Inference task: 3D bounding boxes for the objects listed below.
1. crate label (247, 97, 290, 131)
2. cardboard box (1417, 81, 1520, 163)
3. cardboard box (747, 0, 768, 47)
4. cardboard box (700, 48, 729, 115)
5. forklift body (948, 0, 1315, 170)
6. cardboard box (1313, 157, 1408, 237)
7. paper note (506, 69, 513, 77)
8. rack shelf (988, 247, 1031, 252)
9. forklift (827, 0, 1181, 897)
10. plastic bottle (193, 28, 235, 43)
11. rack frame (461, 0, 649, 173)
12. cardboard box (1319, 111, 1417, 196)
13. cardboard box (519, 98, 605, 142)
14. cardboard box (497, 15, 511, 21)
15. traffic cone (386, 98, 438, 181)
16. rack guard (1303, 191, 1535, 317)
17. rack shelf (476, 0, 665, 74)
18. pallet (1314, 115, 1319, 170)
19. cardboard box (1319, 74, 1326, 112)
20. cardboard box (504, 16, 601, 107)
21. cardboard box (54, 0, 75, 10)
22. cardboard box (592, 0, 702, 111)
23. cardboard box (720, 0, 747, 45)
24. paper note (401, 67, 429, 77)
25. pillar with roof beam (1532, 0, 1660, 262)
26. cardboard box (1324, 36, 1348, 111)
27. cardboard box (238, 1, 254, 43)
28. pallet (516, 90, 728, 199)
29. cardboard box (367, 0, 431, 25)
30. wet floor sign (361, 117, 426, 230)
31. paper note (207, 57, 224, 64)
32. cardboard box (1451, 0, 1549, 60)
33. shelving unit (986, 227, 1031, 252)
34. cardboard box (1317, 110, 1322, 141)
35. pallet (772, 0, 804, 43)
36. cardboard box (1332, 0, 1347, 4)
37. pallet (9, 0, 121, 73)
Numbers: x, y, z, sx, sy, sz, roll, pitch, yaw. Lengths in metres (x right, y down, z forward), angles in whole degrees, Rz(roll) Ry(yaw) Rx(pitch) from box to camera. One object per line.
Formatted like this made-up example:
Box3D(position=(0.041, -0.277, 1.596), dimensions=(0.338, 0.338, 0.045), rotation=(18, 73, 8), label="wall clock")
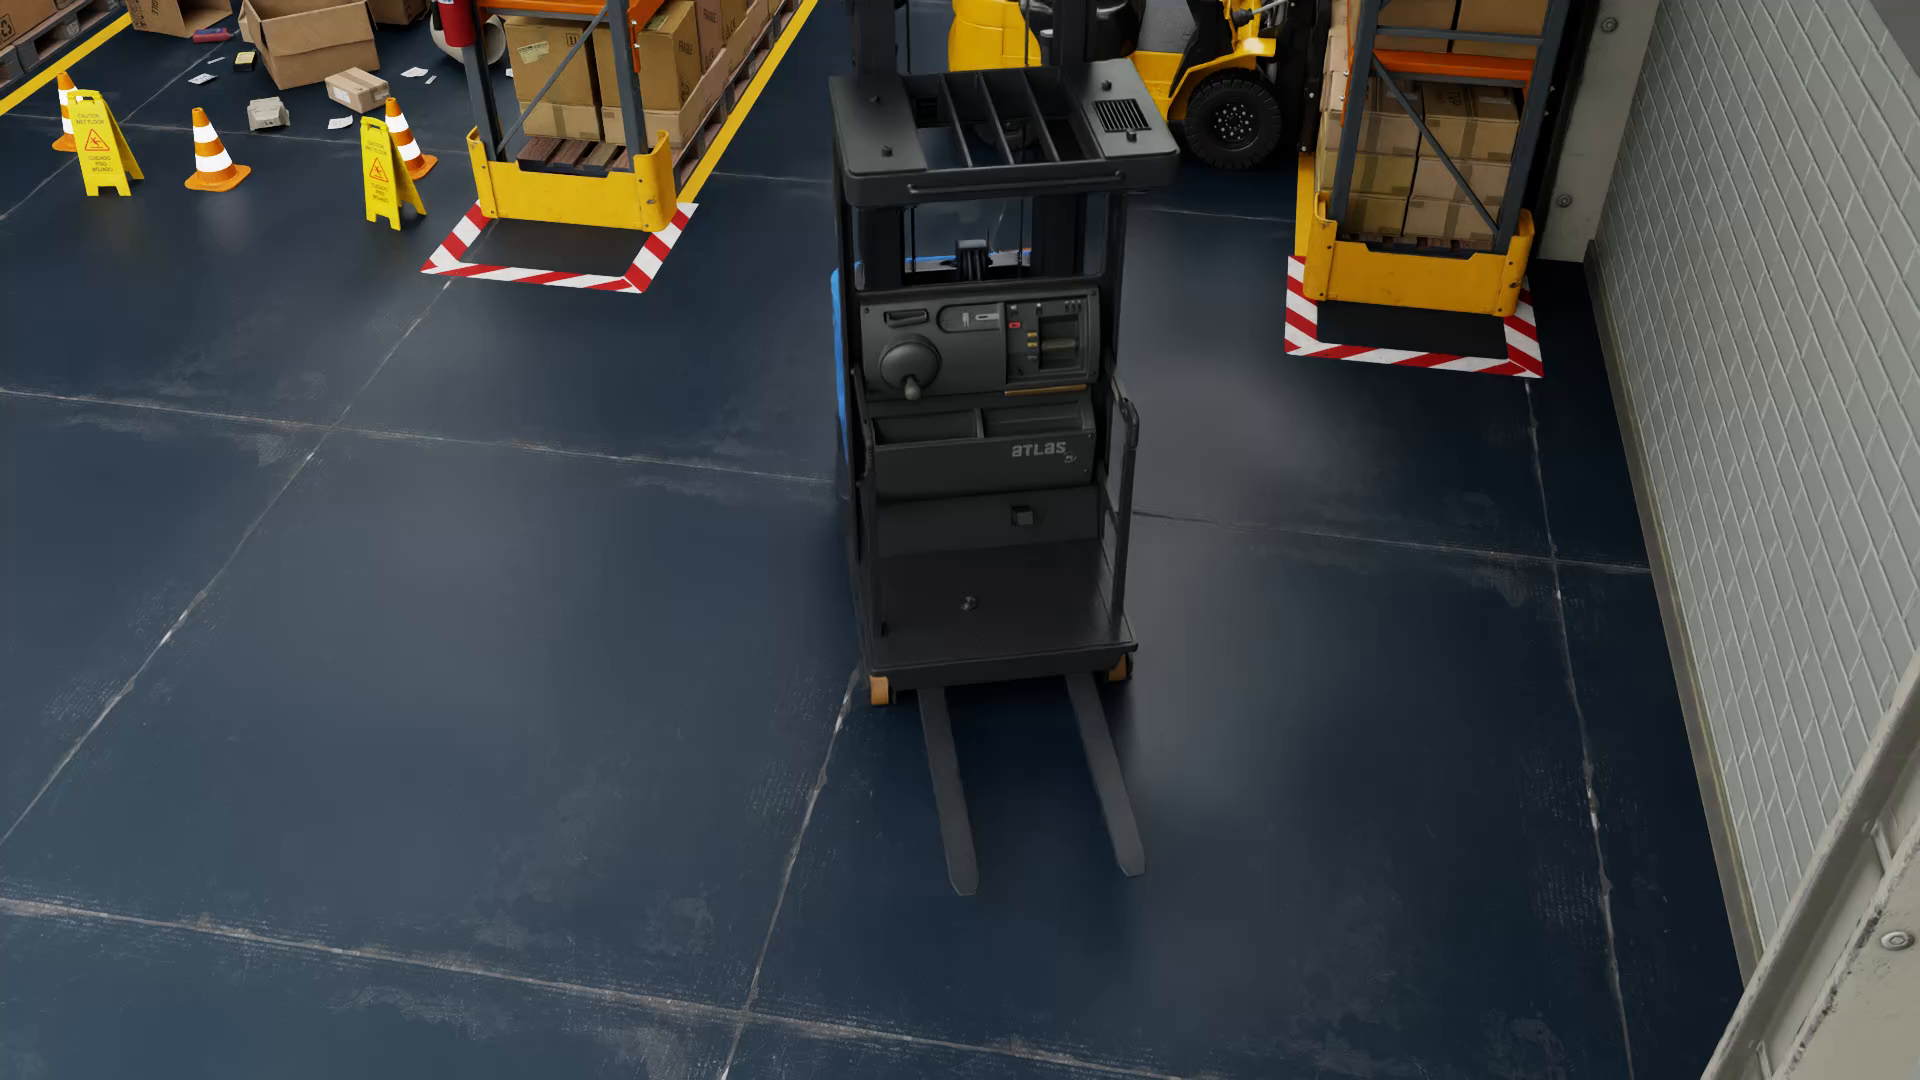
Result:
Box3D(position=(-4.614, -2.841, 11.079), dimensions=(0.250, 0.136, 0.298), rotation=(-13, 41, -15), label="crate label")
Box3D(position=(2.818, -2.346, 9.277), dimensions=(0.500, 0.250, 0.500), rotation=(6, 40, 7), label="cardboard box")
Box3D(position=(-1.661, -3.681, 11.676), dimensions=(0.500, 0.250, 0.500), rotation=(7, 40, 8), label="cardboard box")
Box3D(position=(-1.834, -3.020, 10.878), dimensions=(0.500, 0.250, 0.500), rotation=(8, 40, 9), label="cardboard box")
Box3D(position=(1.080, -3.642, 10.467), dimensions=(2.313, 2.155, 1.214), rotation=(6, 40, 8), label="forklift body")
Box3D(position=(2.318, -2.010, 9.655), dimensions=(0.500, 0.250, 0.500), rotation=(7, 40, 8), label="cardboard box")
Box3D(position=(-3.128, -3.303, 11.721), dimensions=(0.142, 0.019, 0.148), rotation=(-6, 40, -8), label="paper note")
Box3D(position=(0.273, -1.254, 8.010), dimensions=(0.240, 0.259, 0.215), rotation=(-10, 40, -11), label="rack shelf")
Box3D(position=(0.116, -0.685, 6.278), dimensions=(1.130, 2.935, 3.031), rotation=(-5, 40, -6), label="forklift")
Box3D(position=(-5.452, -3.696, 12.173), dimensions=(0.283, 0.061, 0.133), rotation=(-6, 40, -8), label="plastic bottle")
Box3D(position=(-2.341, -3.123, 9.173), dimensions=(1.000, 3.000, 0.127), rotation=(6, 40, 8), label="rack frame")
Box3D(position=(2.325, -2.213, 9.508), dimensions=(0.500, 0.250, 0.500), rotation=(6, 40, 7), label="cardboard box")
Box3D(position=(-2.462, -2.777, 10.583), dimensions=(0.500, 0.250, 0.500), rotation=(6, 40, 7), label="cardboard box")
Box3D(position=(-3.175, -4.149, 12.373), dimensions=(0.500, 0.500, 0.500), rotation=(-28, 47, -30), label="cardboard box")
Box3D(position=(-3.537, -2.557, 10.480), dimensions=(0.336, 0.463, 0.334), rotation=(6, 40, 8), label="traffic cone")
Box3D(position=(2.544, -1.600, 9.292), dimensions=(1.175, 0.500, 0.348), rotation=(6, 40, 8), label="rack guard")
Box3D(position=(-1.995, -4.101, 10.921), dimensions=(1.077, 0.370, 4.000), rotation=(6, 40, 8), label="rack shelf")
Box3D(position=(2.853, -2.751, 10.912), dimensions=(1.003, 0.211, 1.213), rotation=(6, 40, 8), label="pallet")
Box3D(position=(2.491, -2.853, 10.282), dimensions=(0.500, 0.250, 0.500), rotation=(6, 40, 7), label="cardboard box")
Box3D(position=(-2.459, -3.046, 10.320), dimensions=(0.500, 0.500, 0.500), rotation=(7, 40, 8), label="cardboard box")
Box3D(position=(-6.872, -4.506, 12.183), dimensions=(0.875, 0.875, 0.875), rotation=(7, 40, 8), label="cardboard box")
Box3D(position=(-1.926, -3.005, 10.270), dimensions=(0.500, 0.500, 0.500), rotation=(5, 40, 6), label="cardboard box")
Box3D(position=(-1.745, -3.647, 11.047), dimensions=(0.500, 0.500, 0.500), rotation=(7, 40, 9), label="cardboard box")
Box3D(position=(-3.843, -3.304, 11.731), dimensions=(0.148, 0.019, 0.142), rotation=(20, 44, 23), label="paper note")
Box3D(position=(-0.684, -5.702, 7.585), dimensions=(9.100, 9.000, 0.400), rotation=(6, 40, 8), label="pillar with roof beam")
Box3D(position=(2.403, -2.710, 9.717), dimensions=(0.500, 0.250, 0.500), rotation=(7, 40, 8), label="cardboard box")
Box3D(position=(-5.025, -3.780, 12.114), dimensions=(0.396, 0.266, 0.258), rotation=(13, 41, 15), label="cardboard box")
Box3D(position=(-2.153, -2.602, 10.732), dimensions=(1.003, 0.211, 1.213), rotation=(6, 40, 8), label="pallet")
Box3D(position=(-4.377, -4.183, 12.307), dimensions=(0.797, 0.637, 0.503), rotation=(6, 40, 8), label="cardboard box")
Box3D(position=(-3.428, -2.214, 9.922), dimensions=(0.267, 0.644, 0.232), rotation=(20, 44, 23), label="wet floor sign")
Box3D(position=(-5.320, -3.430, 11.891), dimensions=(0.032, 0.001, 0.123), rotation=(28, 47, 30), label="paper note")
Box3D(position=(2.907, -2.897, 8.821), dimensions=(0.500, 0.500, 0.500), rotation=(8, 40, 9), label="cardboard box")
Box3D(position=(0.276, -1.042, 8.182), dimensions=(0.252, 1.050, 0.215), rotation=(-10, 40, -11), label="shelving unit")
Box3D(position=(2.509, -2.634, 10.410), dimensions=(0.500, 0.250, 0.500), rotation=(7, 40, 8), label="cardboard box")
Box3D(position=(-1.730, -4.133, 12.584), dimensions=(1.003, 0.211, 1.213), rotation=(6, 40, 8), label="pallet")
Box3D(position=(2.576, -3.345, 10.485), dimensions=(0.500, 0.250, 0.500), rotation=(6, 40, 7), label="cardboard box")
Box3D(position=(-6.959, -3.805, 12.186), dimensions=(1.003, 0.211, 1.213), rotation=(6, 40, 8), label="pallet")
